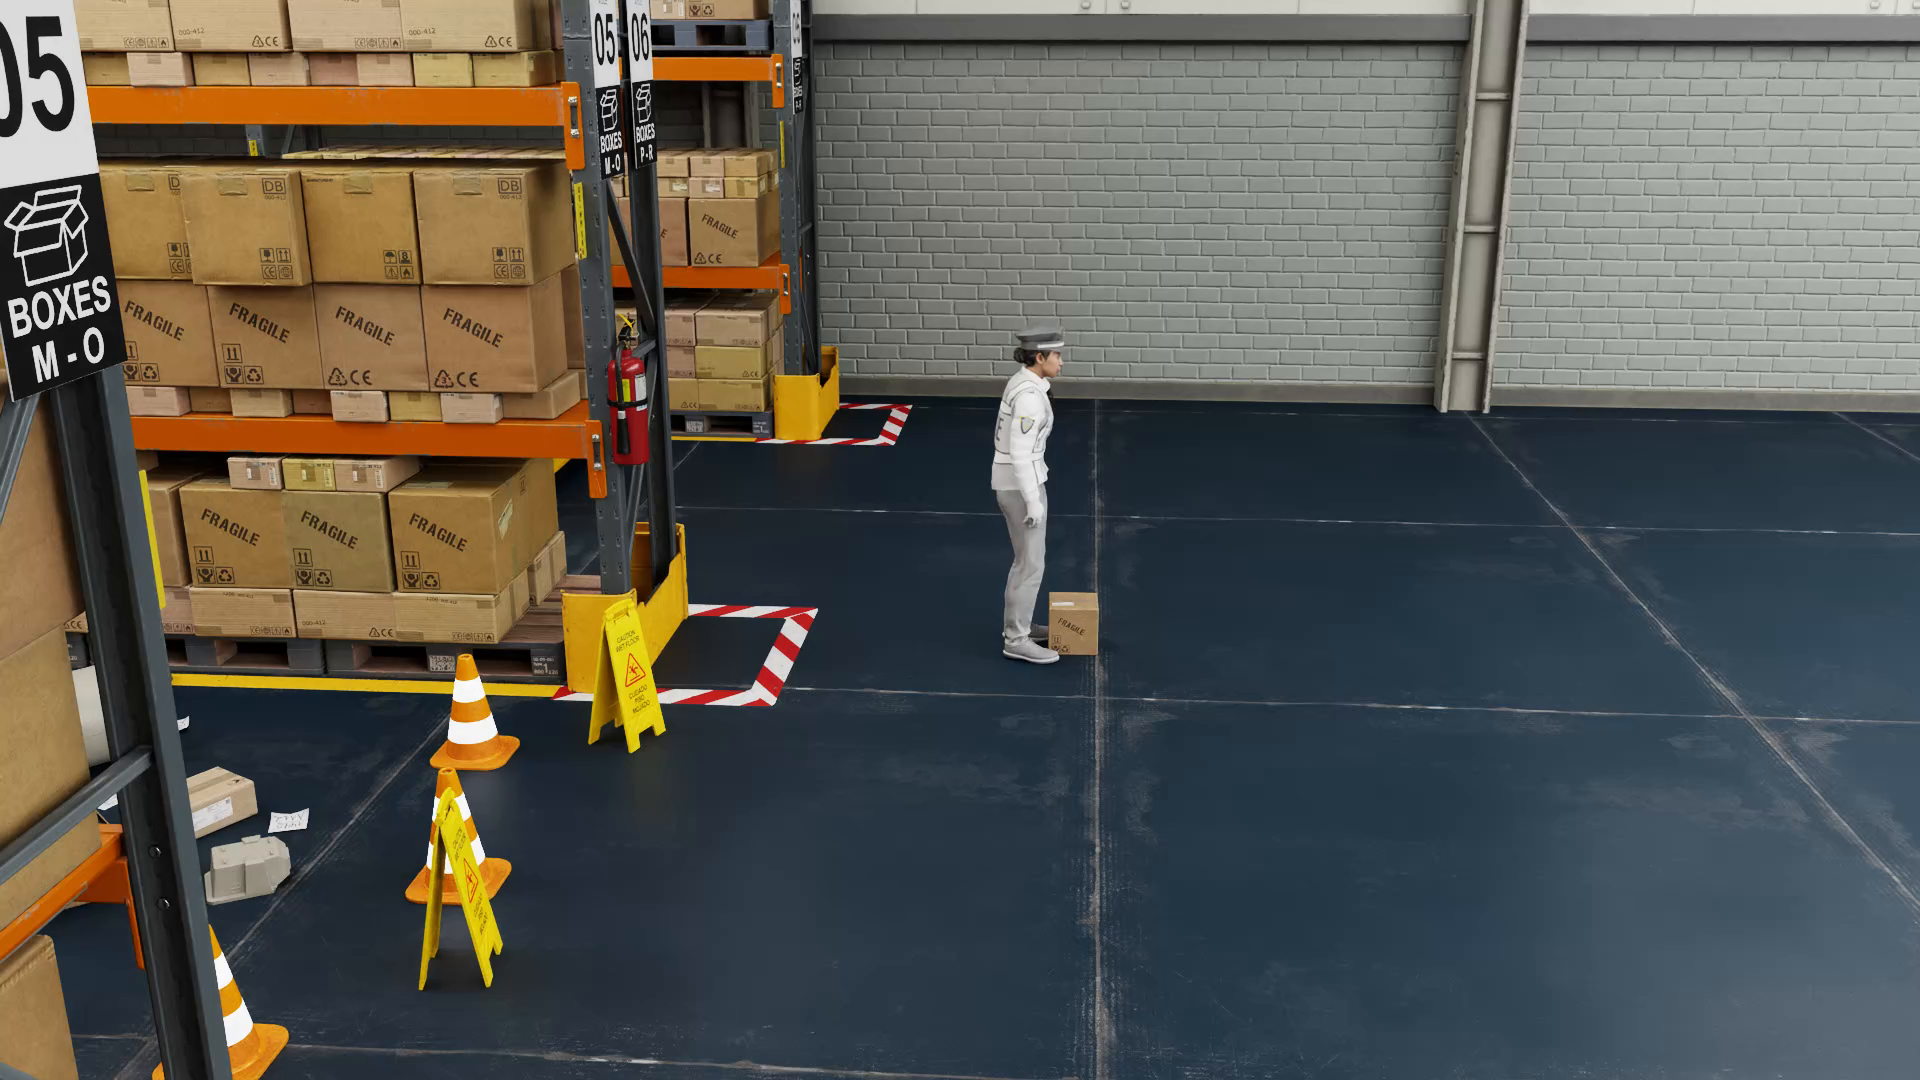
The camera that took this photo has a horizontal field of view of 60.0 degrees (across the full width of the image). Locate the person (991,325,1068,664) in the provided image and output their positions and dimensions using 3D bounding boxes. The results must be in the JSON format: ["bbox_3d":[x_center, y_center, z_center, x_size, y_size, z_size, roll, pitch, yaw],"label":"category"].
[{"bbox_3d":[0.342,-0.247,8.320,0.372,1.664,0.528,1,18,4],"label":"person"}]
